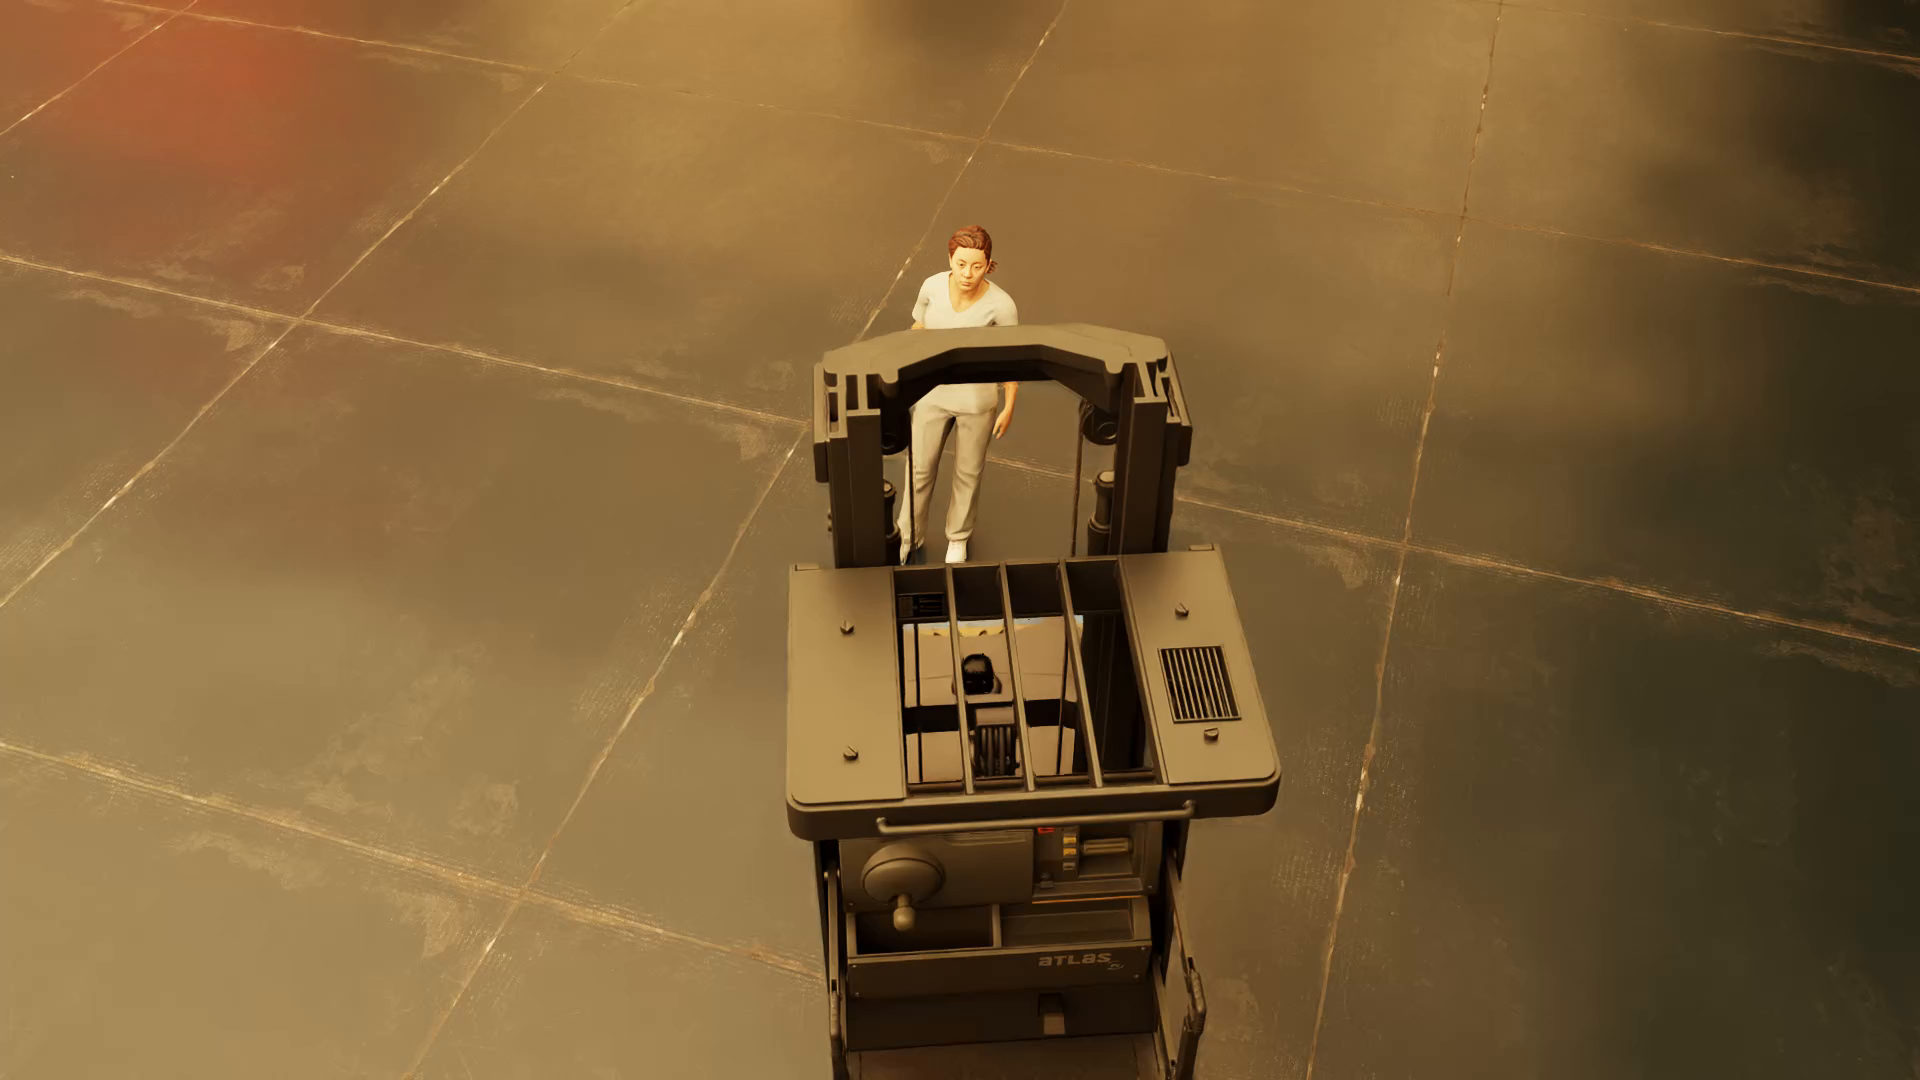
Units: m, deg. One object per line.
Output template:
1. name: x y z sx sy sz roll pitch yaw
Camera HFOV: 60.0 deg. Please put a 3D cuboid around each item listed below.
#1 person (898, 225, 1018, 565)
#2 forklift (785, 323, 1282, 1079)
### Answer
1. person: -0.035 -0.574 7.217 0.549 1.675 0.549 12 44 13
2. forklift: 0.136 0.994 4.621 1.130 2.935 3.031 -3 43 -3
